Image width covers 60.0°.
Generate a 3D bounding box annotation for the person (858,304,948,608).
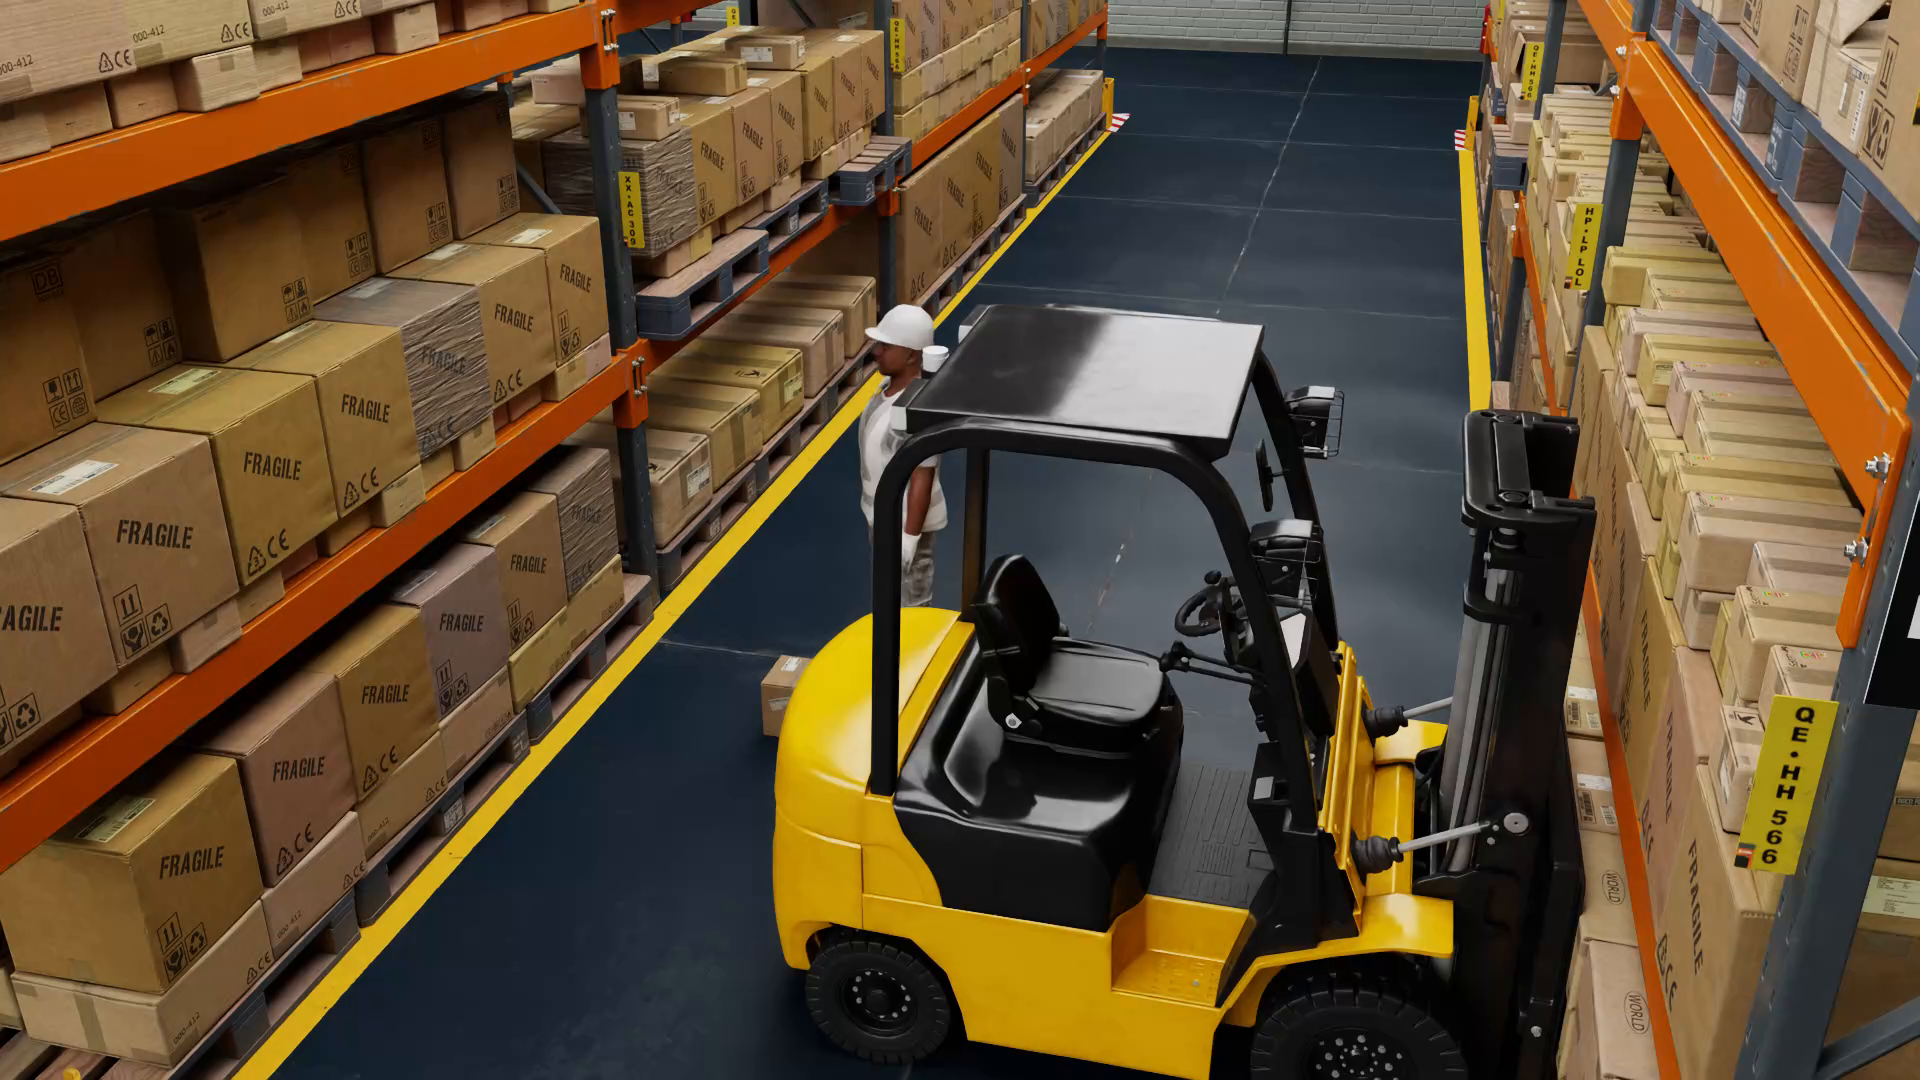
[{"bbox_3d":[-0.242,-0.075,6.737,0.368,1.804,0.560,-6,26,-12],"label":"person"}]
